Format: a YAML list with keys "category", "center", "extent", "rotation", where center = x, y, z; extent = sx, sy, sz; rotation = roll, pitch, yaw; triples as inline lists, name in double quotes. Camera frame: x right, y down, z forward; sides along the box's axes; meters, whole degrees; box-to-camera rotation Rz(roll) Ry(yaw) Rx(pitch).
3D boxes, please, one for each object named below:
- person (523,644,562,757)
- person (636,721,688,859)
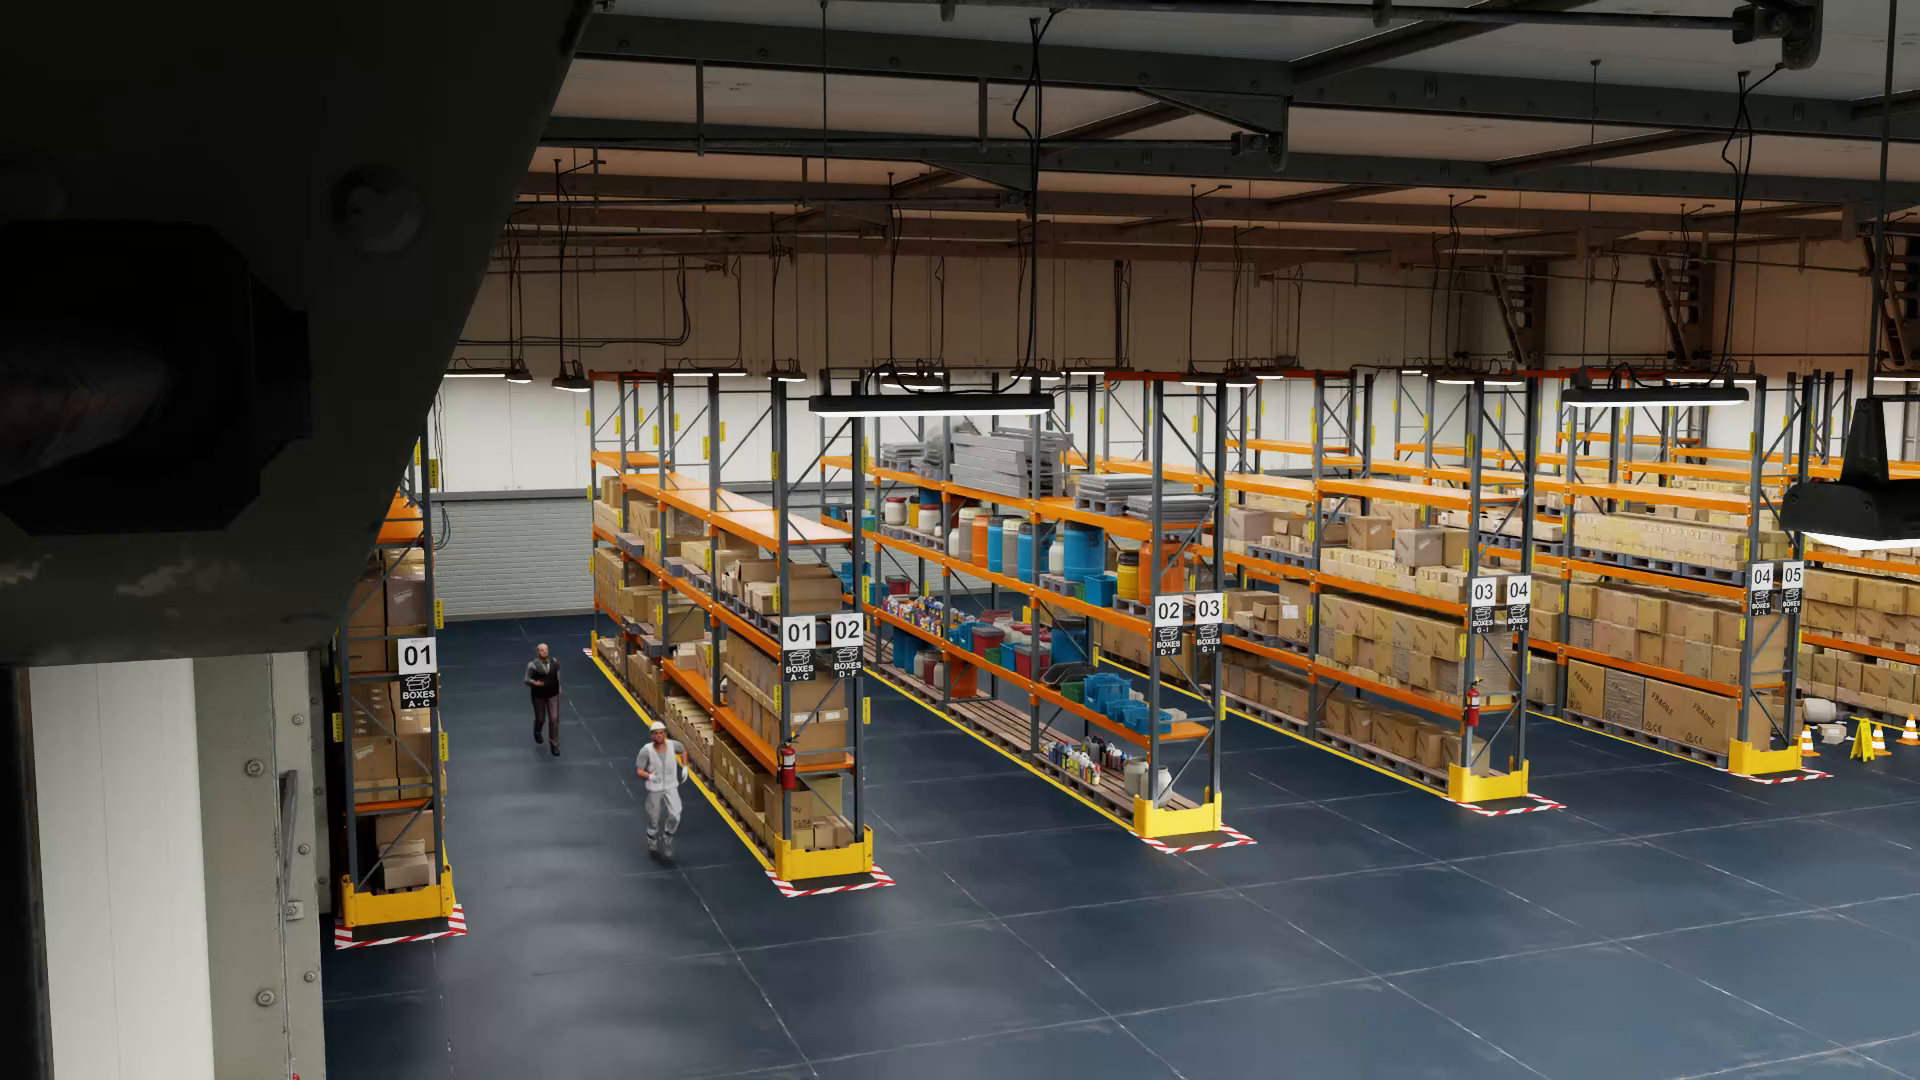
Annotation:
- category: "person"
  center: [-6.623, 2.510, 26.513]
  extent: [0.657, 1.737, 0.955]
  rotation: [-3, 7, -27]
- category: "person"
  center: [-3.708, 3.119, 20.797]
  extent: [0.678, 1.749, 0.852]
  rotation: [-2, 7, -18]
